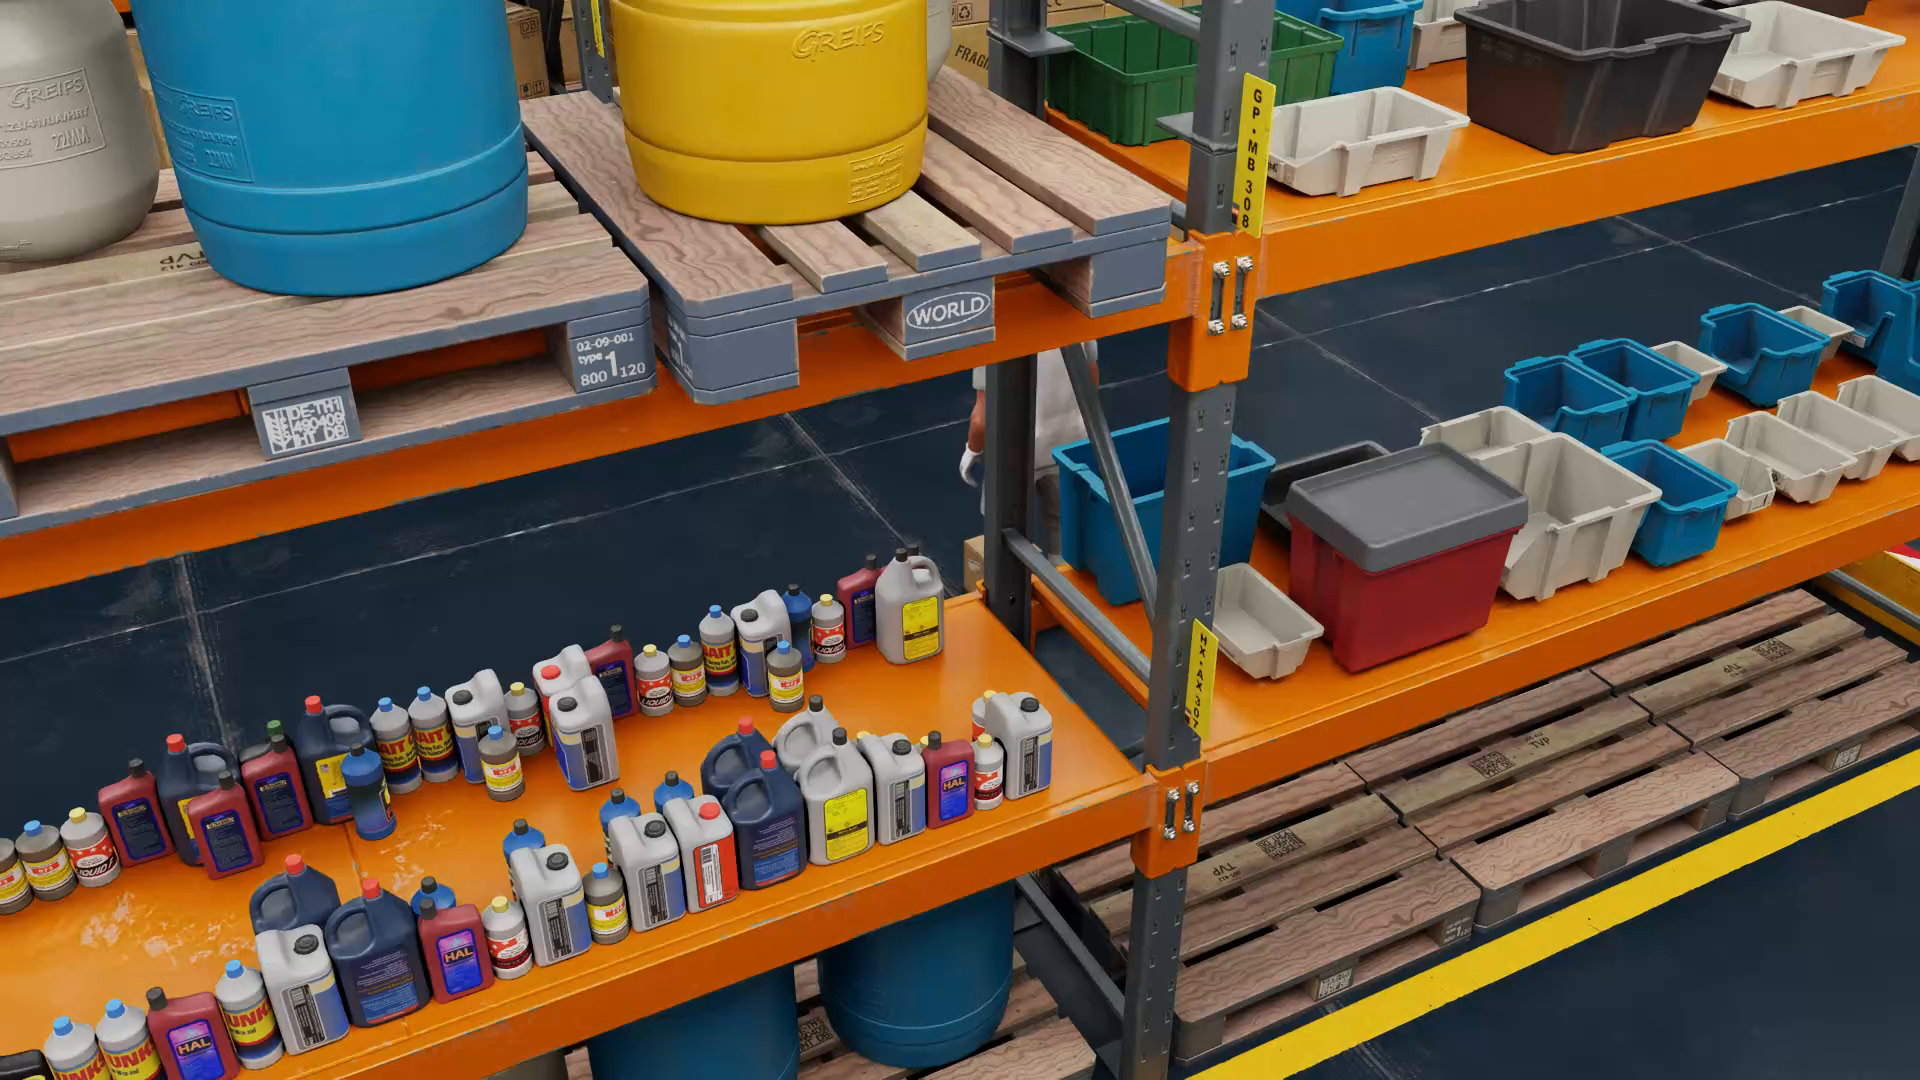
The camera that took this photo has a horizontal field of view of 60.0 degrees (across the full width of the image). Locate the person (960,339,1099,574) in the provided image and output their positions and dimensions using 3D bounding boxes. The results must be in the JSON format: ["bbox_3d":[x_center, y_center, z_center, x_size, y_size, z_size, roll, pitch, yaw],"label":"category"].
[{"bbox_3d":[0.282,-0.400,6.746,0.623,1.780,0.447,-17,37,-25],"label":"person"}]
